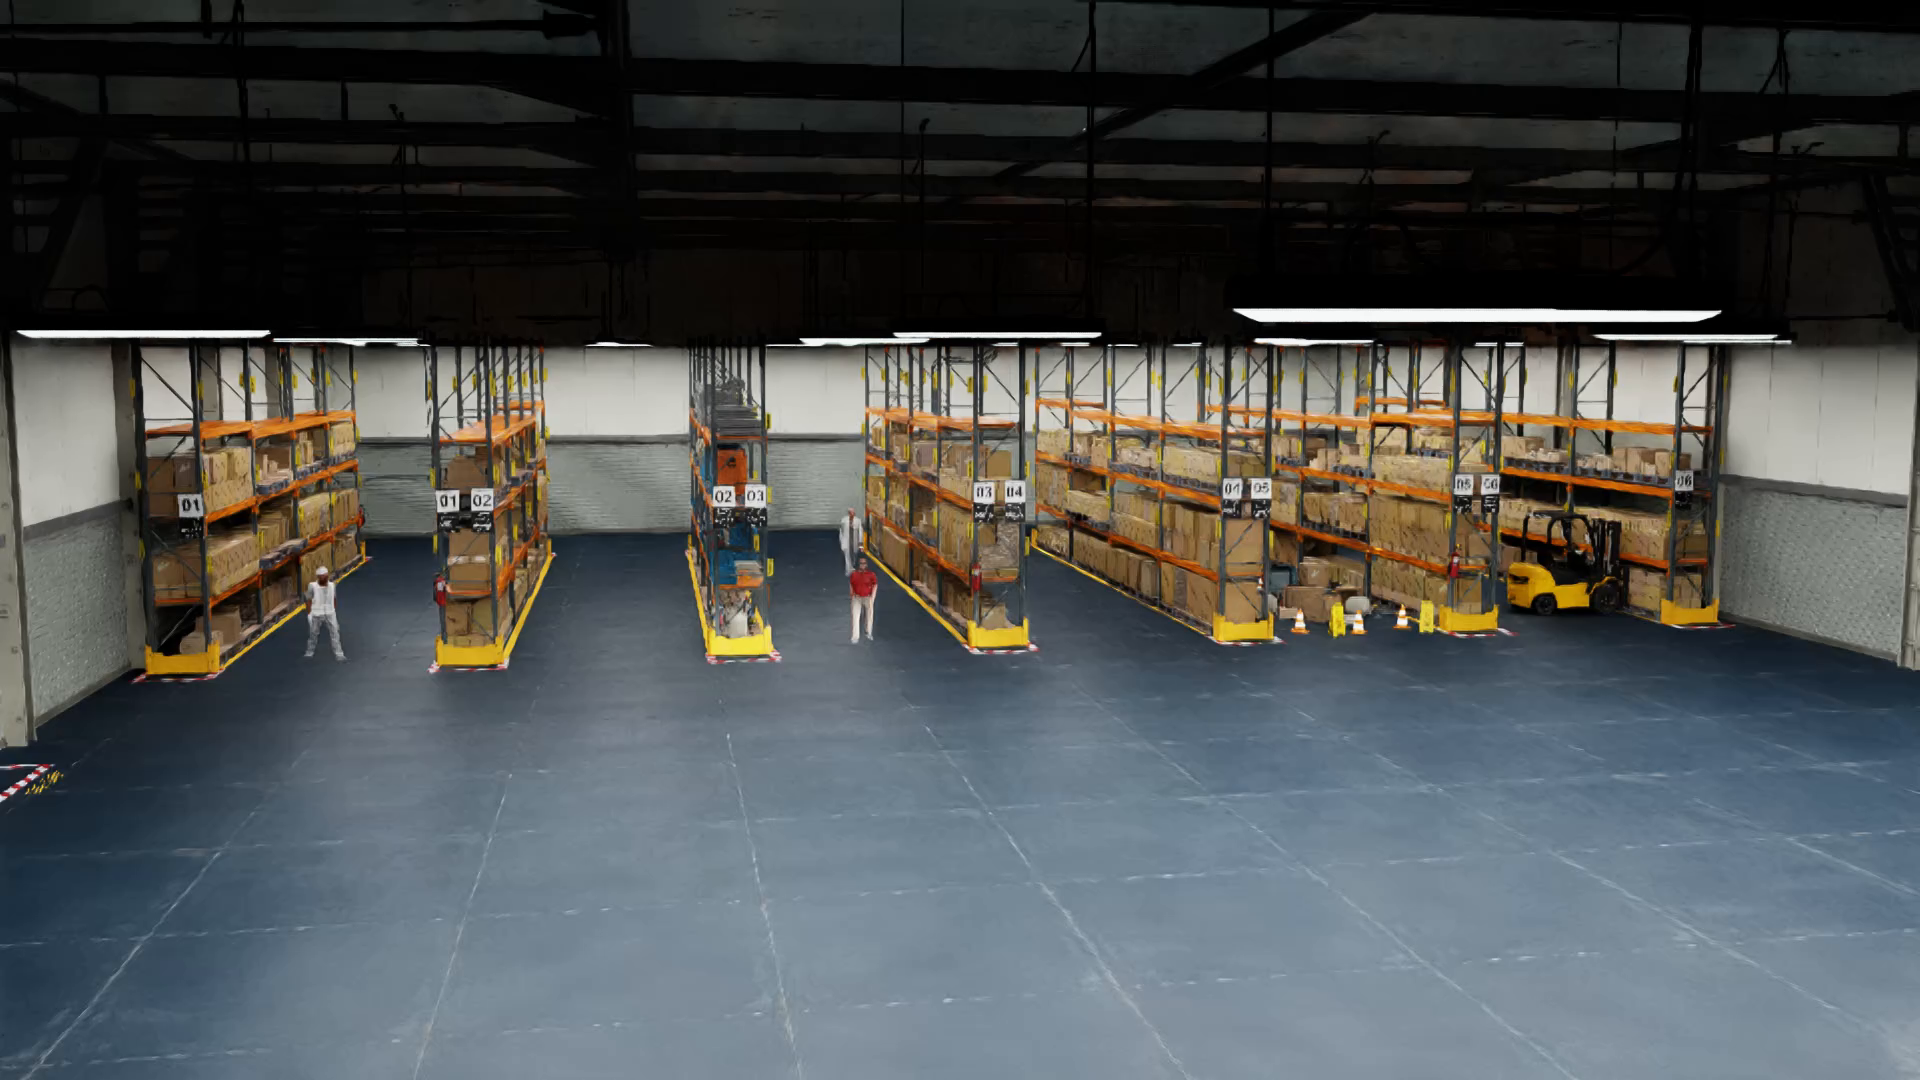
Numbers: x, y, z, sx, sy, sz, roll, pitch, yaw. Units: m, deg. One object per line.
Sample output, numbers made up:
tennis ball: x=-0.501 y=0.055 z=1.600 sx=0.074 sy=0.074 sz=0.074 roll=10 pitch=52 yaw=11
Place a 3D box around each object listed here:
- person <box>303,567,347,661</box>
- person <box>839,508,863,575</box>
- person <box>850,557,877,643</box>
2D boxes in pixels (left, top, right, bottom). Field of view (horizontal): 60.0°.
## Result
person: x=-11.720 y=1.357 z=30.572 sx=0.594 sy=1.757 sz=0.946 roll=-5 pitch=8 yaw=-36
person: x=-2.757 y=0.015 z=42.322 sx=0.582 sy=1.700 sz=1.193 roll=-1 pitch=7 yaw=-12
person: x=-1.889 y=1.162 z=32.517 sx=0.534 sy=1.657 sz=1.041 roll=0 pitch=7 yaw=-1
